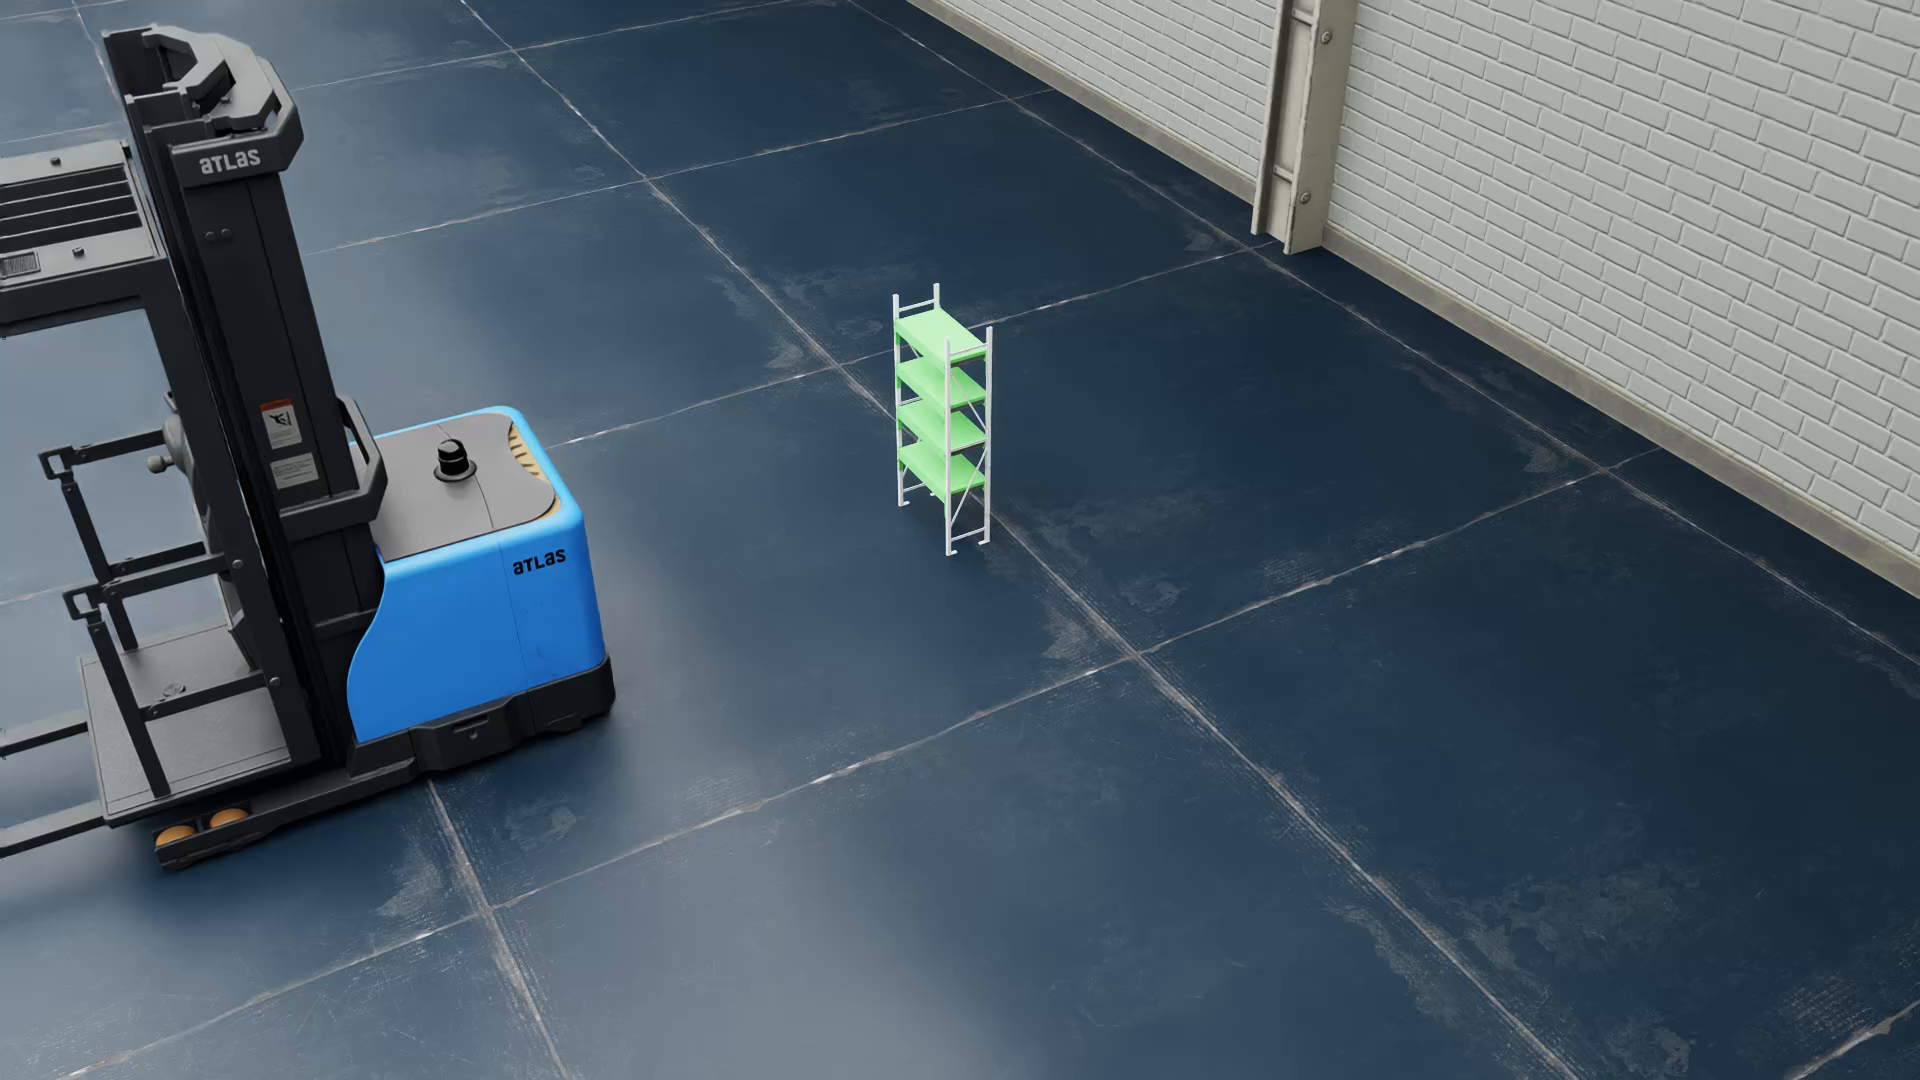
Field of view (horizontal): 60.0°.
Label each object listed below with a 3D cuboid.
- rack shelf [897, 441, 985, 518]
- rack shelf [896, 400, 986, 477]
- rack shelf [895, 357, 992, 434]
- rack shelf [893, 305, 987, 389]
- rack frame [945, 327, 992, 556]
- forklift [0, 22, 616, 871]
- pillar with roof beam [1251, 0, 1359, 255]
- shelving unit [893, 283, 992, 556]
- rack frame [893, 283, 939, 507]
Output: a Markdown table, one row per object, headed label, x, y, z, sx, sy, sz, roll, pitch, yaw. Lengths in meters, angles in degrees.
| label | x | y | z | sx | sy | sz | roll | pitch | yaw |
| --- | --- | --- | --- | --- | --- | --- | --- | --- | --- |
| rack shelf | -0.083 | -0.324 | 8.191 | 0.258 | 0.148 | 0.480 | -19 | 40 | -24 |
| rack shelf | -0.083 | -0.517 | 8.049 | 0.258 | 0.148 | 0.480 | -19 | 40 | -24 |
| rack shelf | -0.083 | -0.711 | 7.908 | 0.258 | 0.148 | 0.480 | -19 | 40 | -24 |
| rack shelf | -0.083 | -0.905 | 7.766 | 0.258 | 0.148 | 0.480 | -19 | 40 | -24 |
| rack frame | 0.039 | -0.445 | 7.841 | 0.240 | 1.200 | 0.015 | -19 | 40 | -24 |
| forklift | -3.033 | -0.260 | 6.121 | 3.031 | 2.935 | 1.130 | -18 | 40 | -23 |
| pillar with roof beam | -1.561 | -4.352 | 6.580 | 9.100 | 9.000 | 0.400 | -19 | 40 | -24 |
| shelving unit | -0.083 | -0.569 | 8.012 | 0.258 | 1.200 | 0.503 | -19 | 40 | -24 |
| rack frame | -0.206 | -0.693 | 8.182 | 0.240 | 1.200 | 0.015 | -19 | 40 | -24 |
